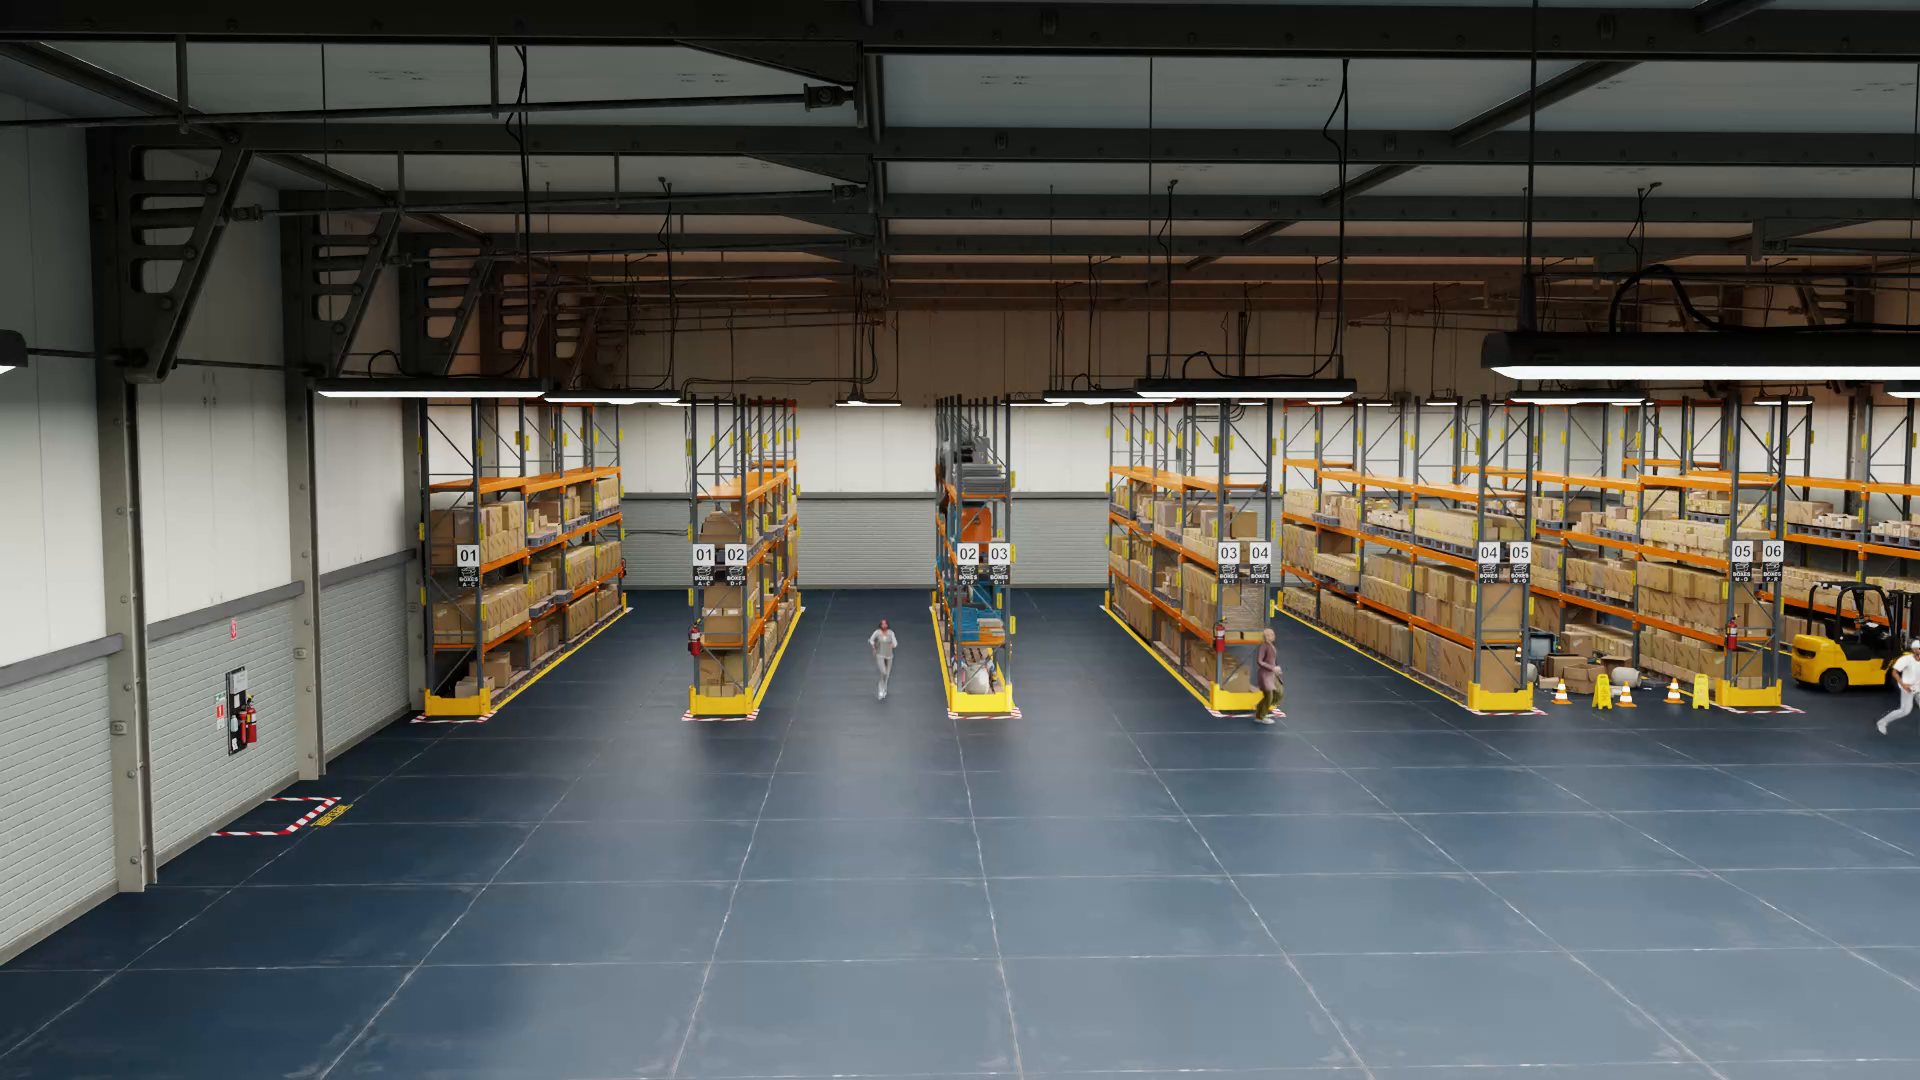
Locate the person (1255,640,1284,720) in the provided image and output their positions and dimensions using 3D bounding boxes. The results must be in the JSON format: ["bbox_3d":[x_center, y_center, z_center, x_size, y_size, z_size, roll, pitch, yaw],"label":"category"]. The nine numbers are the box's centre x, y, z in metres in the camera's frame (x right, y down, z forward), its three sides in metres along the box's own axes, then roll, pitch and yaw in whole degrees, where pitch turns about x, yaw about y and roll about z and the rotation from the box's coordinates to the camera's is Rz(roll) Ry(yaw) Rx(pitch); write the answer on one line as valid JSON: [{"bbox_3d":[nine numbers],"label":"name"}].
[{"bbox_3d":[5.593,2.541,30.194,0.508,1.472,0.711,3,5,33],"label":"person"}]

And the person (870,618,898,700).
[{"bbox_3d":[-1.494,2.346,32.831,0.519,1.613,0.686,-1,5,-14],"label":"person"}]

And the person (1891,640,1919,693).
[{"bbox_3d":[16.563,2.177,28.813,0.799,0.892,0.404,-1,5,-16],"label":"person"}]
